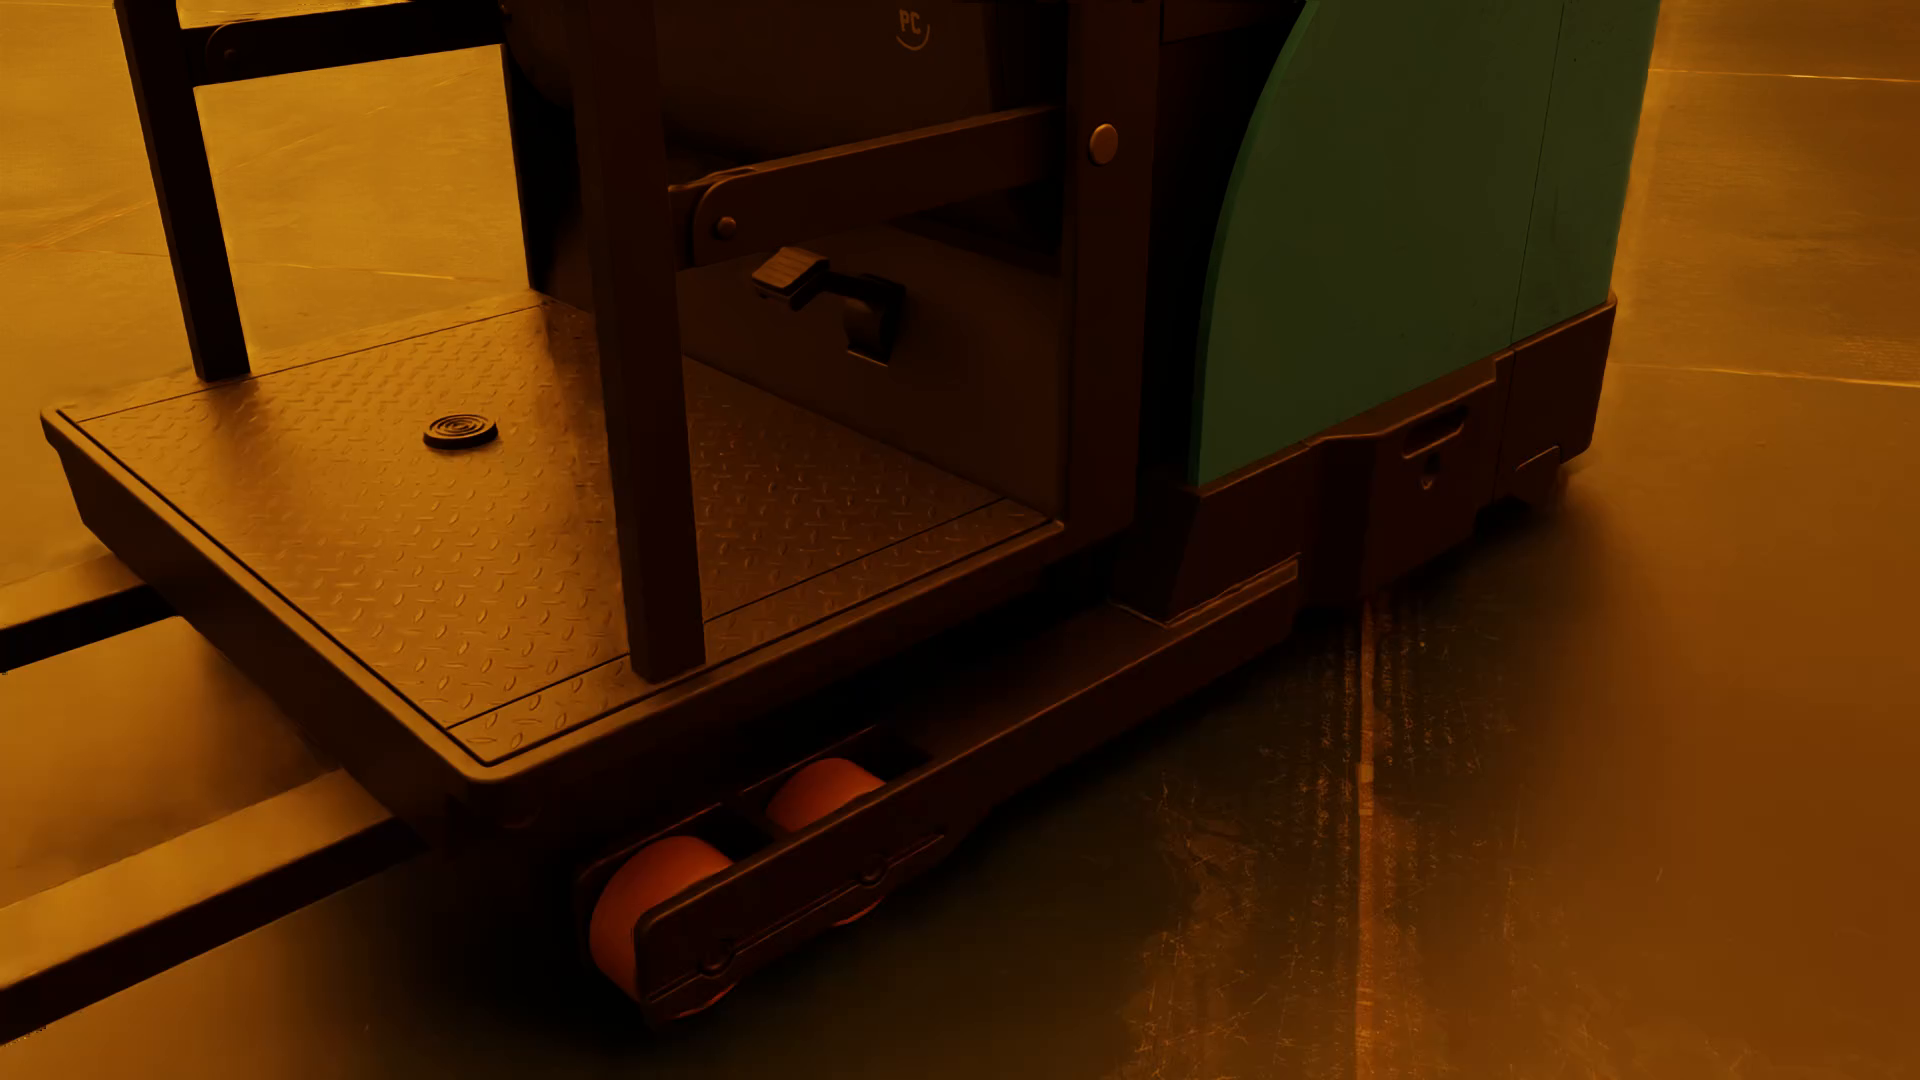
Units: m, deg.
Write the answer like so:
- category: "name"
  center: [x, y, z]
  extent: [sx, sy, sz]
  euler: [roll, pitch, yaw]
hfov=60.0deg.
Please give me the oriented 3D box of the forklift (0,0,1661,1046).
- category: "forklift"
  center: [-0.406, -1.118, 1.461]
  extent: [3.031, 2.935, 1.130]
  euler: [-23, 35, -38]
